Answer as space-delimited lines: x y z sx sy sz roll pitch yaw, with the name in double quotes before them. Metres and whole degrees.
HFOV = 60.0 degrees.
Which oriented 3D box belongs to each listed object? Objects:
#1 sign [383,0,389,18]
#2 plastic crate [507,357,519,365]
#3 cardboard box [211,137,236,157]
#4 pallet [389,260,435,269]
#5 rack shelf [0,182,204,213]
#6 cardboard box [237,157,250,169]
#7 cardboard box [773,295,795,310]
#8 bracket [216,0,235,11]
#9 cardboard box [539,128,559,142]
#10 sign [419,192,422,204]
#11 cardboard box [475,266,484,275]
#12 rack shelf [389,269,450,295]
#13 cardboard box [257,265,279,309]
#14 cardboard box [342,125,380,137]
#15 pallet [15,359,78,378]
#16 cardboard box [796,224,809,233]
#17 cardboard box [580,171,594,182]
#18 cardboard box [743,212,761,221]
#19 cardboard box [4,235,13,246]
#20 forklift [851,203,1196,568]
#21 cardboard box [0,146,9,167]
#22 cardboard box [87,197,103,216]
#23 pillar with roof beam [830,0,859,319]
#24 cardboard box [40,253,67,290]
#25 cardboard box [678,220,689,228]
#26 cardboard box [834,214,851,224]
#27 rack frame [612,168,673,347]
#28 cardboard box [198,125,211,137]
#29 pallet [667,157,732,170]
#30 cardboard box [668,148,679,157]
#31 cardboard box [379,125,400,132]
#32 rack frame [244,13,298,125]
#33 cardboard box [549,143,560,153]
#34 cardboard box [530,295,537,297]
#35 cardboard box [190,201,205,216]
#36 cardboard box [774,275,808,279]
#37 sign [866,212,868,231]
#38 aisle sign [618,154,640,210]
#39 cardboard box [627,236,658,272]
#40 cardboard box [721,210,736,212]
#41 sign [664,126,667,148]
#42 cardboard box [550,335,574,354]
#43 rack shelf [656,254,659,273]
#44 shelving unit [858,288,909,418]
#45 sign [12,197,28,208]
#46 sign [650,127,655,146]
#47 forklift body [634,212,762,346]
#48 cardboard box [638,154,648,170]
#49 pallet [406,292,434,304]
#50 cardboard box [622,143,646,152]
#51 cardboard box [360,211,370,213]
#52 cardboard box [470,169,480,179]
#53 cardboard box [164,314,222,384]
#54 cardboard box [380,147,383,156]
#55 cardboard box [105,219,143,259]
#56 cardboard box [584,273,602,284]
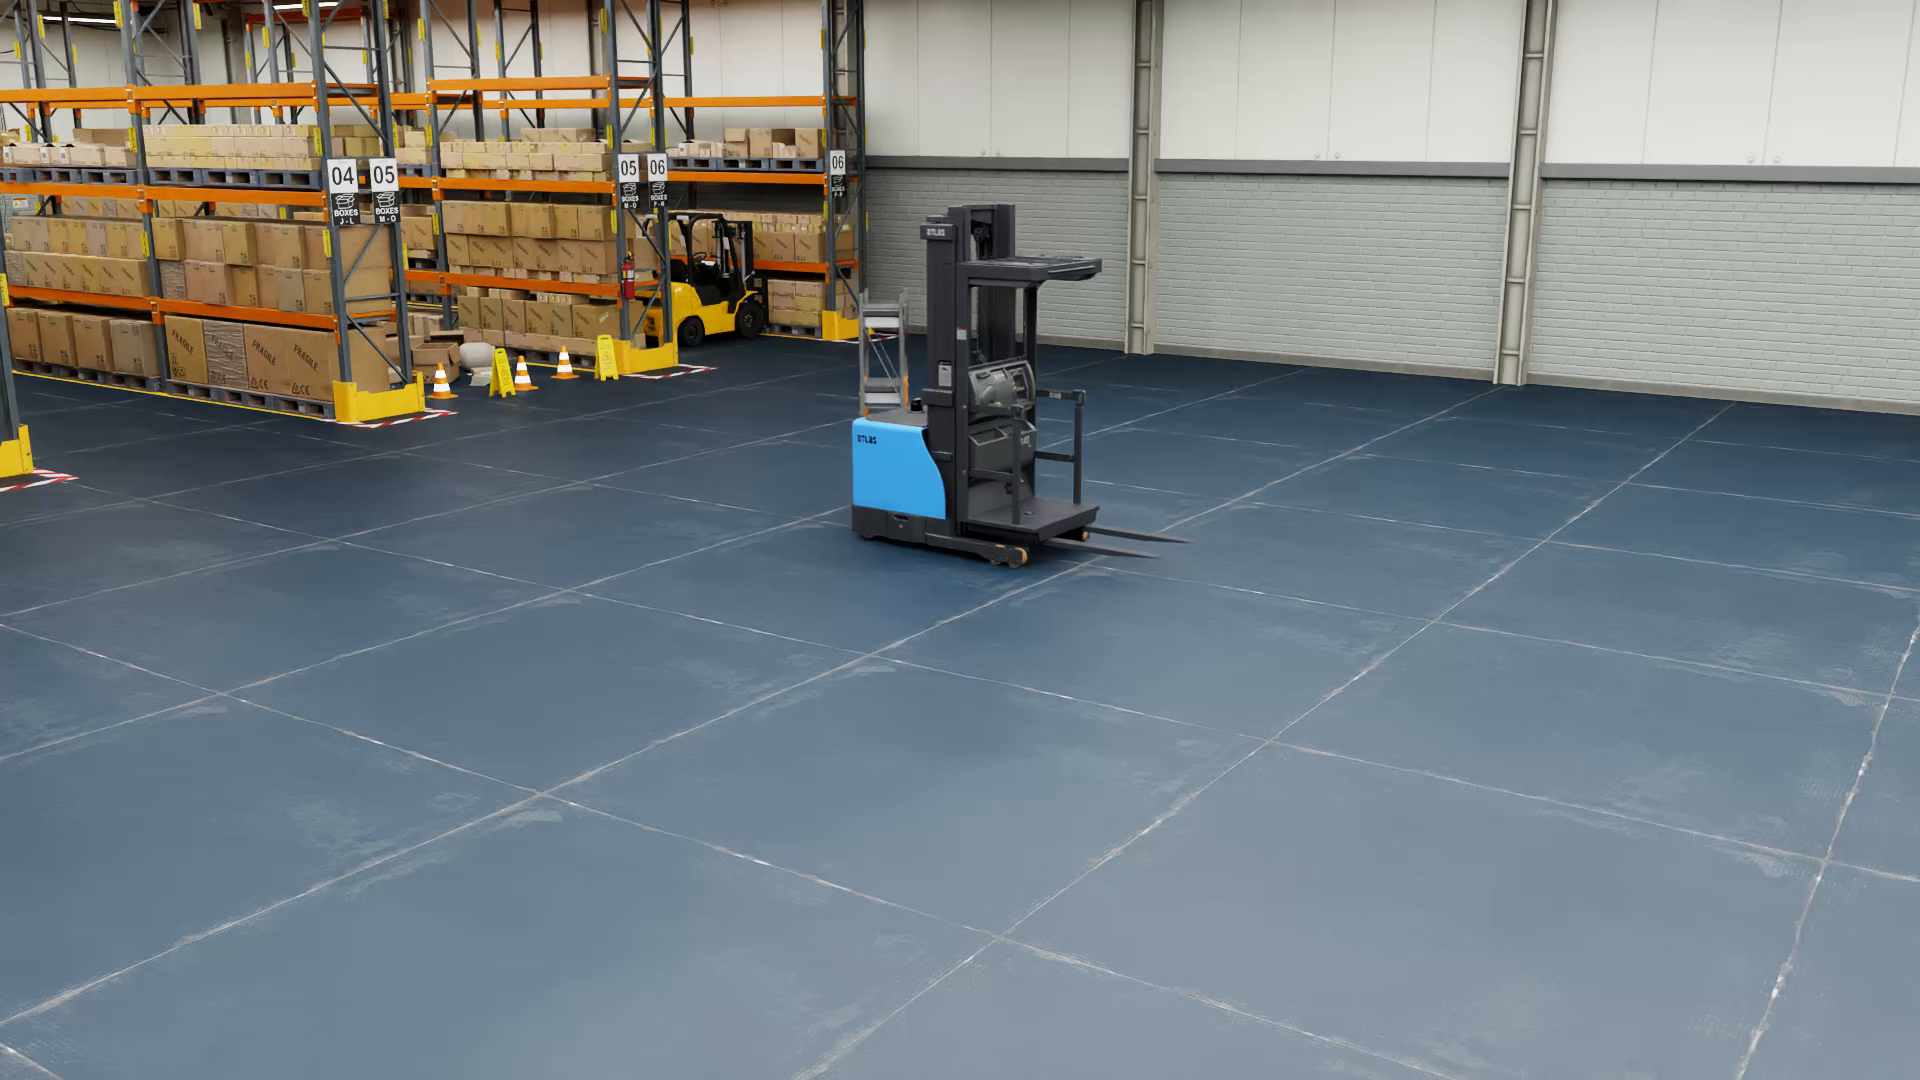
"sign" -7.103 -6.606 20.510 0.005 0.325 0.100 9 17 33
"plastic crate" -7.213 -2.800 25.967 0.583 0.080 0.402 3 14 14
"cardboard box" -9.229 -5.046 21.335 0.500 0.250 0.500 9 17 33
"pallet" -9.712 -4.777 28.278 1.213 0.211 1.003 9 17 33
"rack shelf" -12.397 -4.966 23.895 4.000 0.370 1.077 9 17 33
"cardboard box" -8.937 -4.788 21.121 0.250 0.149 0.380 9 17 33
"cardboard box" -2.960 -4.229 29.472 0.500 0.250 0.500 9 17 32
"bracket" -16.836 -12.265 38.151 0.430 0.232 0.235 9 17 33
"cardboard box" -7.671 -7.681 32.078 0.500 0.500 0.700 9 16 32
"sign" -11.622 -7.327 35.771 0.005 0.325 0.100 9 17 33
"cardboard box" -7.500 -4.310 26.514 0.250 0.149 0.380 9 17 33
"rack shelf" -9.718 -4.510 28.297 4.000 0.370 1.077 9 17 33
"cardboard box" -8.614 -3.337 21.750 0.550 0.550 0.875 9 17 33
"cardboard box" -7.517 -5.136 20.867 0.250 0.149 0.380 9 17 33
"pallet" -13.444 -2.653 25.099 1.213 0.211 1.003 9 17 33
"cardboard box" -2.645 -5.427 28.947 0.250 0.149 0.380 9 17 34
"cardboard box" -5.416 -5.408 24.706 0.250 0.149 0.380 9 17 33
"cardboard box" -3.663 -5.763 29.685 0.250 0.149 0.380 9 17 34
"cardboard box" -14.556 -4.634 25.710 0.250 0.149 0.380 9 16 31
"forklift" 0.531 -1.337 14.123 3.031 2.935 1.130 9 17 34
"cardboard box" -14.672 -5.657 24.984 0.500 0.500 0.500 9 17 33
"cardboard box" -16.498 -6.411 32.190 0.500 0.500 0.500 9 17 33
"pillar with roof beam" -4.449 -7.372 25.875 0.400 9.000 9.100 9 17 33
"cardboard box" -12.993 -3.926 24.233 0.500 0.500 0.500 9 17 33
"cardboard box" -4.958 -5.815 30.514 0.250 0.149 0.380 10 17 34
"cardboard box" -2.131 -5.640 29.188 0.250 0.149 0.380 9 16 32
"rack frame" -4.739 -4.055 24.960 0.127 3.000 1.000 9 17 33
"cardboard box" -9.568 -5.277 21.437 0.250 0.149 0.380 9 17 33
"pallet" -4.569 -6.885 30.336 1.213 0.211 1.003 9 17 33
"cardboard box" -5.088 -7.047 30.247 0.250 0.149 0.380 10 17 34
"cardboard box" -11.874 -8.476 34.538 0.258 0.266 0.396 9 17 32
"rack frame" -15.248 -10.103 36.907 0.127 3.000 1.000 9 17 33
"cardboard box" -5.980 -5.914 25.091 0.250 0.149 0.380 9 17 33
"cardboard box" -6.570 -3.662 26.663 0.500 0.500 0.500 10 17 36
"cardboard box" -13.639 -5.951 30.332 0.500 0.500 0.500 9 16 31
"cardboard box" -3.091 -4.637 30.080 0.500 0.250 0.500 9 17 32
"sign" -1.657 -5.613 29.290 0.005 0.325 0.100 9 17 33
"aisle sign" -4.850 -5.250 24.380 0.004 0.787 0.394 9 17 33
"cardboard box" -4.977 -4.366 25.392 0.500 0.500 0.500 9 16 32
"cardboard box" -4.203 -6.011 30.685 0.250 0.149 0.380 9 16 32
"sign" -4.436 -6.043 24.932 0.005 0.325 0.100 9 17 33
"cardboard box" -5.985 -3.050 25.748 0.500 0.250 0.500 9 17 33
"rack shelf" -6.951 -5.500 32.297 4.000 0.370 1.077 9 17 33
"shelving unit" -0.709 -1.286 15.647 0.431 2.100 0.503 1 14 2
"sign" -21.617 -7.769 38.245 0.001 0.242 0.339 9 17 33
"sign" -5.586 -7.332 30.224 0.005 0.325 0.100 9 17 33
"forklift body" -4.564 -4.523 28.620 1.214 2.155 2.313 9 17 33
"cardboard box" -5.008 -5.703 25.069 0.500 0.250 0.500 9 16 32
"pallet" -11.233 -5.199 35.386 1.213 0.211 1.003 9 17 33
"cardboard box" -4.920 -5.864 24.891 0.250 0.149 0.380 9 17 32
"cardboard box" -10.410 -5.452 28.902 0.500 0.500 0.500 9 16 32
"cardboard box" -7.483 -5.777 26.198 0.250 0.149 0.380 9 17 33
"cardboard box" -10.254 -2.665 22.893 0.875 0.875 0.875 9 17 34
"cardboard box" -9.463 -6.365 27.489 0.500 0.250 0.500 9 17 34
"cardboard box" -11.580 -4.258 23.494 0.500 0.500 0.700 9 16 32
"cardboard box" -5.441 -3.952 25.068 0.250 0.149 0.380 9 16 32
